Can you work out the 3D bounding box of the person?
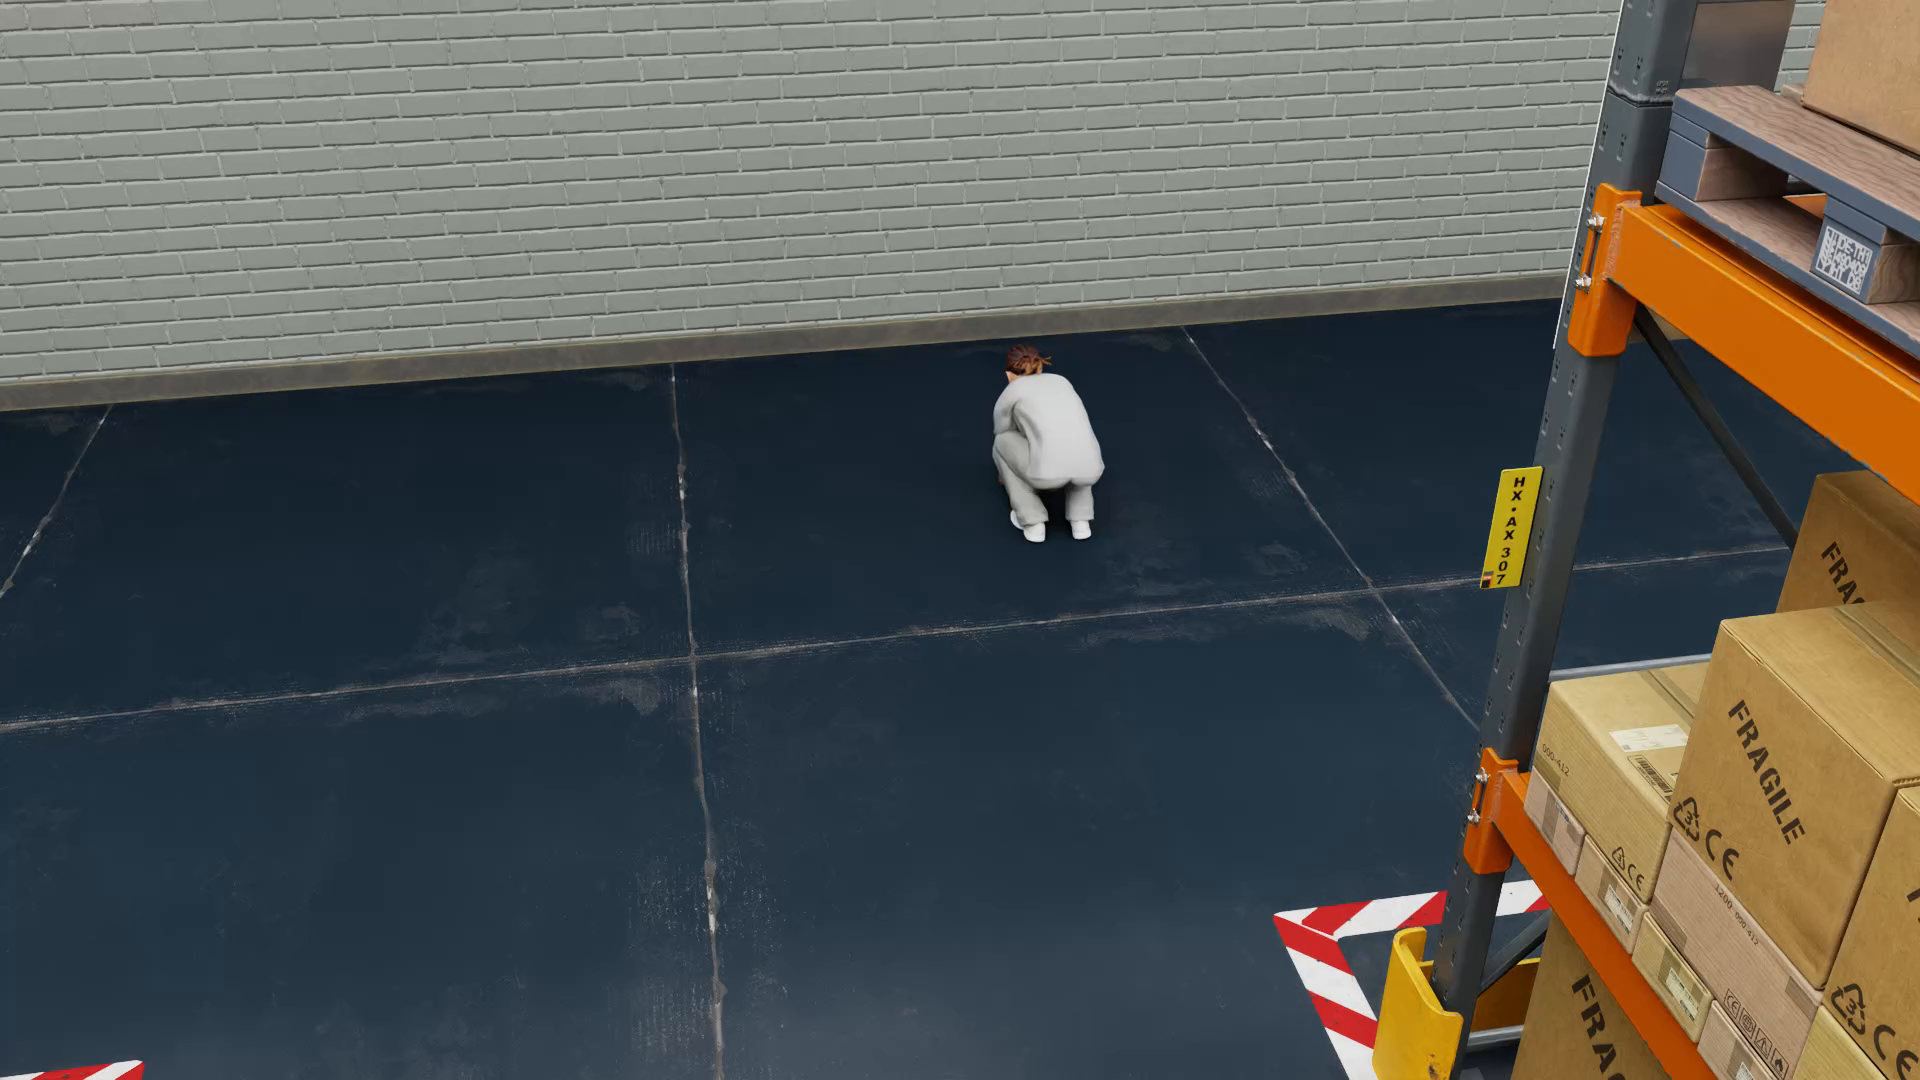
[{"bbox_3d":[0.402,-0.433,7.830,0.472,0.817,0.837,-6,31,-10],"label":"person"}]
